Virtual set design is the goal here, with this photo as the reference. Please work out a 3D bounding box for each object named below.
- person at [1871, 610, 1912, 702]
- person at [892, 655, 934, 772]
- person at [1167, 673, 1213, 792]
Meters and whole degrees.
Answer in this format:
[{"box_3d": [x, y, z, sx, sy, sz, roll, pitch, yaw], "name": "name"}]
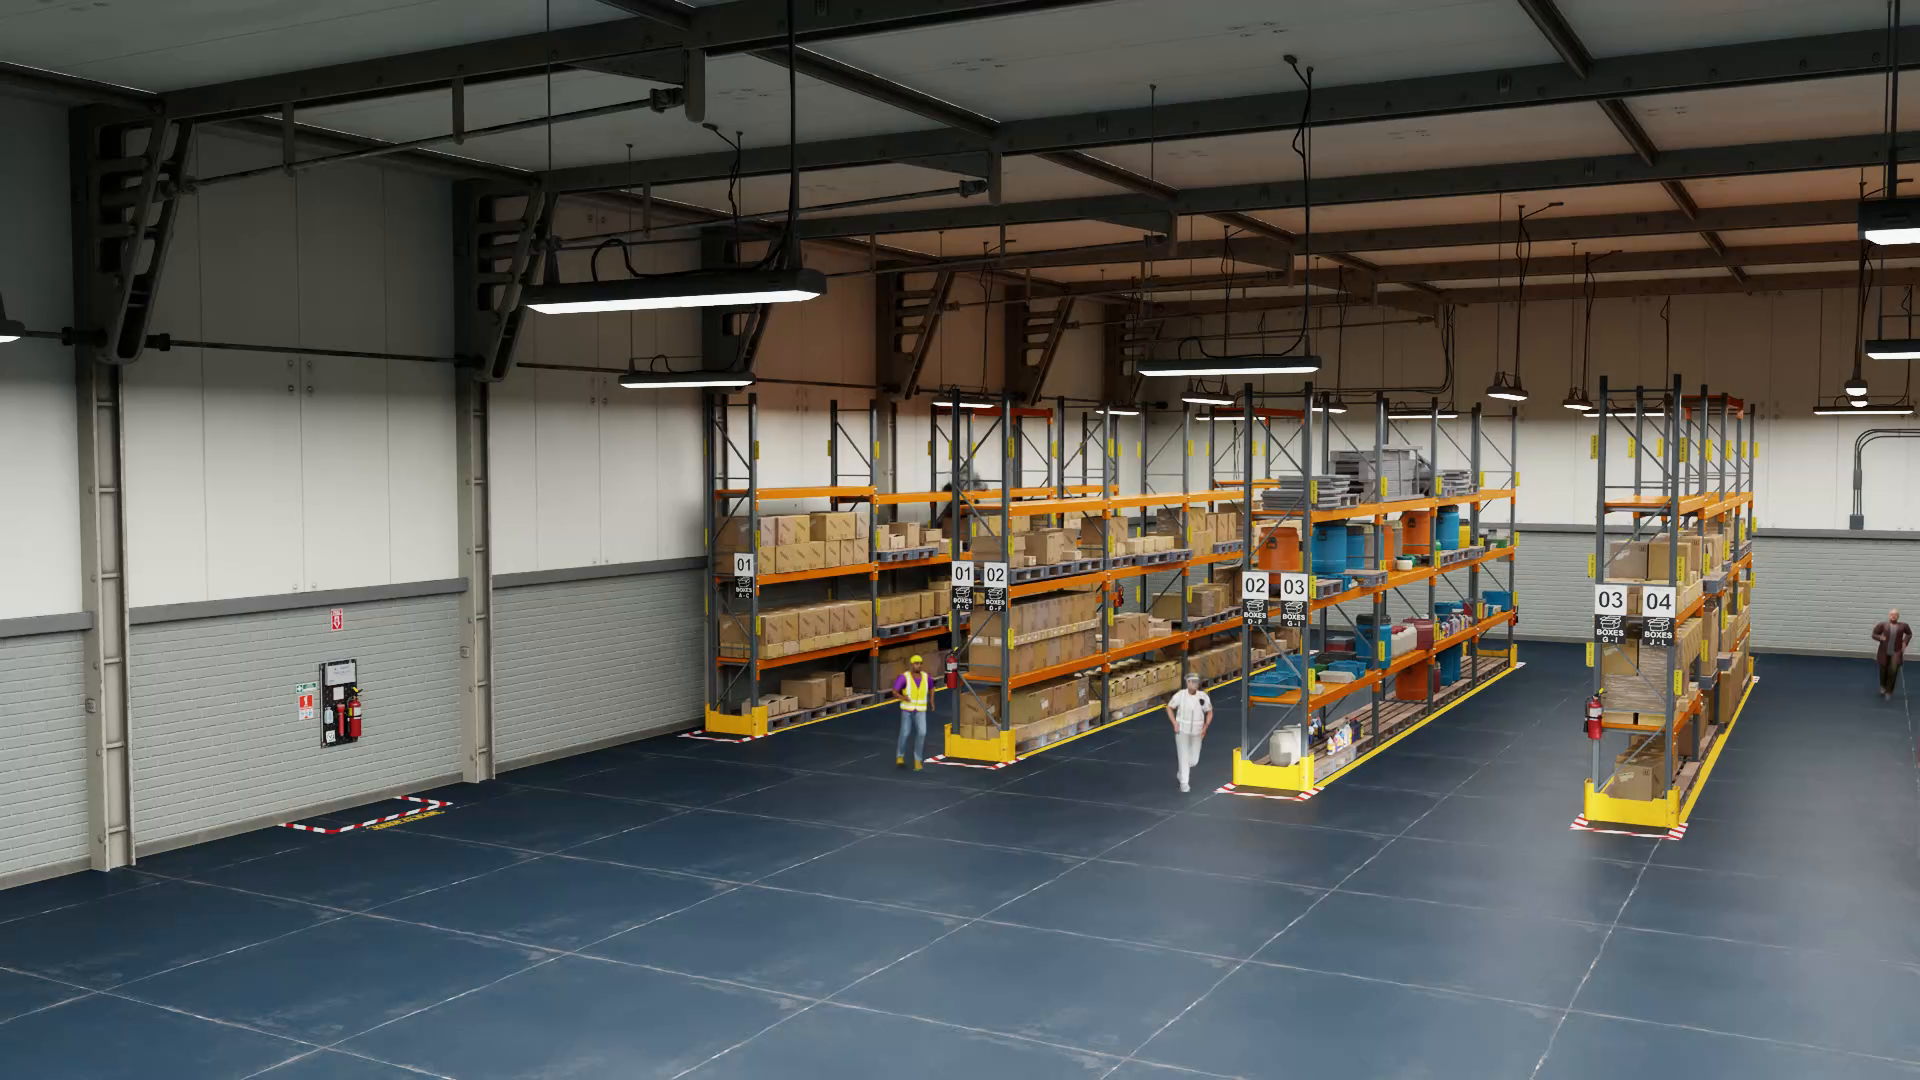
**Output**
[{"box_3d": [18.731, 2.302, 33.455, 0.713, 1.818, 1.006, 2, 4, 30], "name": "person"}, {"box_3d": [-0.715, 2.710, 26.155, 0.730, 1.811, 0.661, -1, 3, -15], "name": "person"}, {"box_3d": [3.401, 2.815, 24.647, 0.685, 1.749, 0.627, 0, 3, -3], "name": "person"}]
